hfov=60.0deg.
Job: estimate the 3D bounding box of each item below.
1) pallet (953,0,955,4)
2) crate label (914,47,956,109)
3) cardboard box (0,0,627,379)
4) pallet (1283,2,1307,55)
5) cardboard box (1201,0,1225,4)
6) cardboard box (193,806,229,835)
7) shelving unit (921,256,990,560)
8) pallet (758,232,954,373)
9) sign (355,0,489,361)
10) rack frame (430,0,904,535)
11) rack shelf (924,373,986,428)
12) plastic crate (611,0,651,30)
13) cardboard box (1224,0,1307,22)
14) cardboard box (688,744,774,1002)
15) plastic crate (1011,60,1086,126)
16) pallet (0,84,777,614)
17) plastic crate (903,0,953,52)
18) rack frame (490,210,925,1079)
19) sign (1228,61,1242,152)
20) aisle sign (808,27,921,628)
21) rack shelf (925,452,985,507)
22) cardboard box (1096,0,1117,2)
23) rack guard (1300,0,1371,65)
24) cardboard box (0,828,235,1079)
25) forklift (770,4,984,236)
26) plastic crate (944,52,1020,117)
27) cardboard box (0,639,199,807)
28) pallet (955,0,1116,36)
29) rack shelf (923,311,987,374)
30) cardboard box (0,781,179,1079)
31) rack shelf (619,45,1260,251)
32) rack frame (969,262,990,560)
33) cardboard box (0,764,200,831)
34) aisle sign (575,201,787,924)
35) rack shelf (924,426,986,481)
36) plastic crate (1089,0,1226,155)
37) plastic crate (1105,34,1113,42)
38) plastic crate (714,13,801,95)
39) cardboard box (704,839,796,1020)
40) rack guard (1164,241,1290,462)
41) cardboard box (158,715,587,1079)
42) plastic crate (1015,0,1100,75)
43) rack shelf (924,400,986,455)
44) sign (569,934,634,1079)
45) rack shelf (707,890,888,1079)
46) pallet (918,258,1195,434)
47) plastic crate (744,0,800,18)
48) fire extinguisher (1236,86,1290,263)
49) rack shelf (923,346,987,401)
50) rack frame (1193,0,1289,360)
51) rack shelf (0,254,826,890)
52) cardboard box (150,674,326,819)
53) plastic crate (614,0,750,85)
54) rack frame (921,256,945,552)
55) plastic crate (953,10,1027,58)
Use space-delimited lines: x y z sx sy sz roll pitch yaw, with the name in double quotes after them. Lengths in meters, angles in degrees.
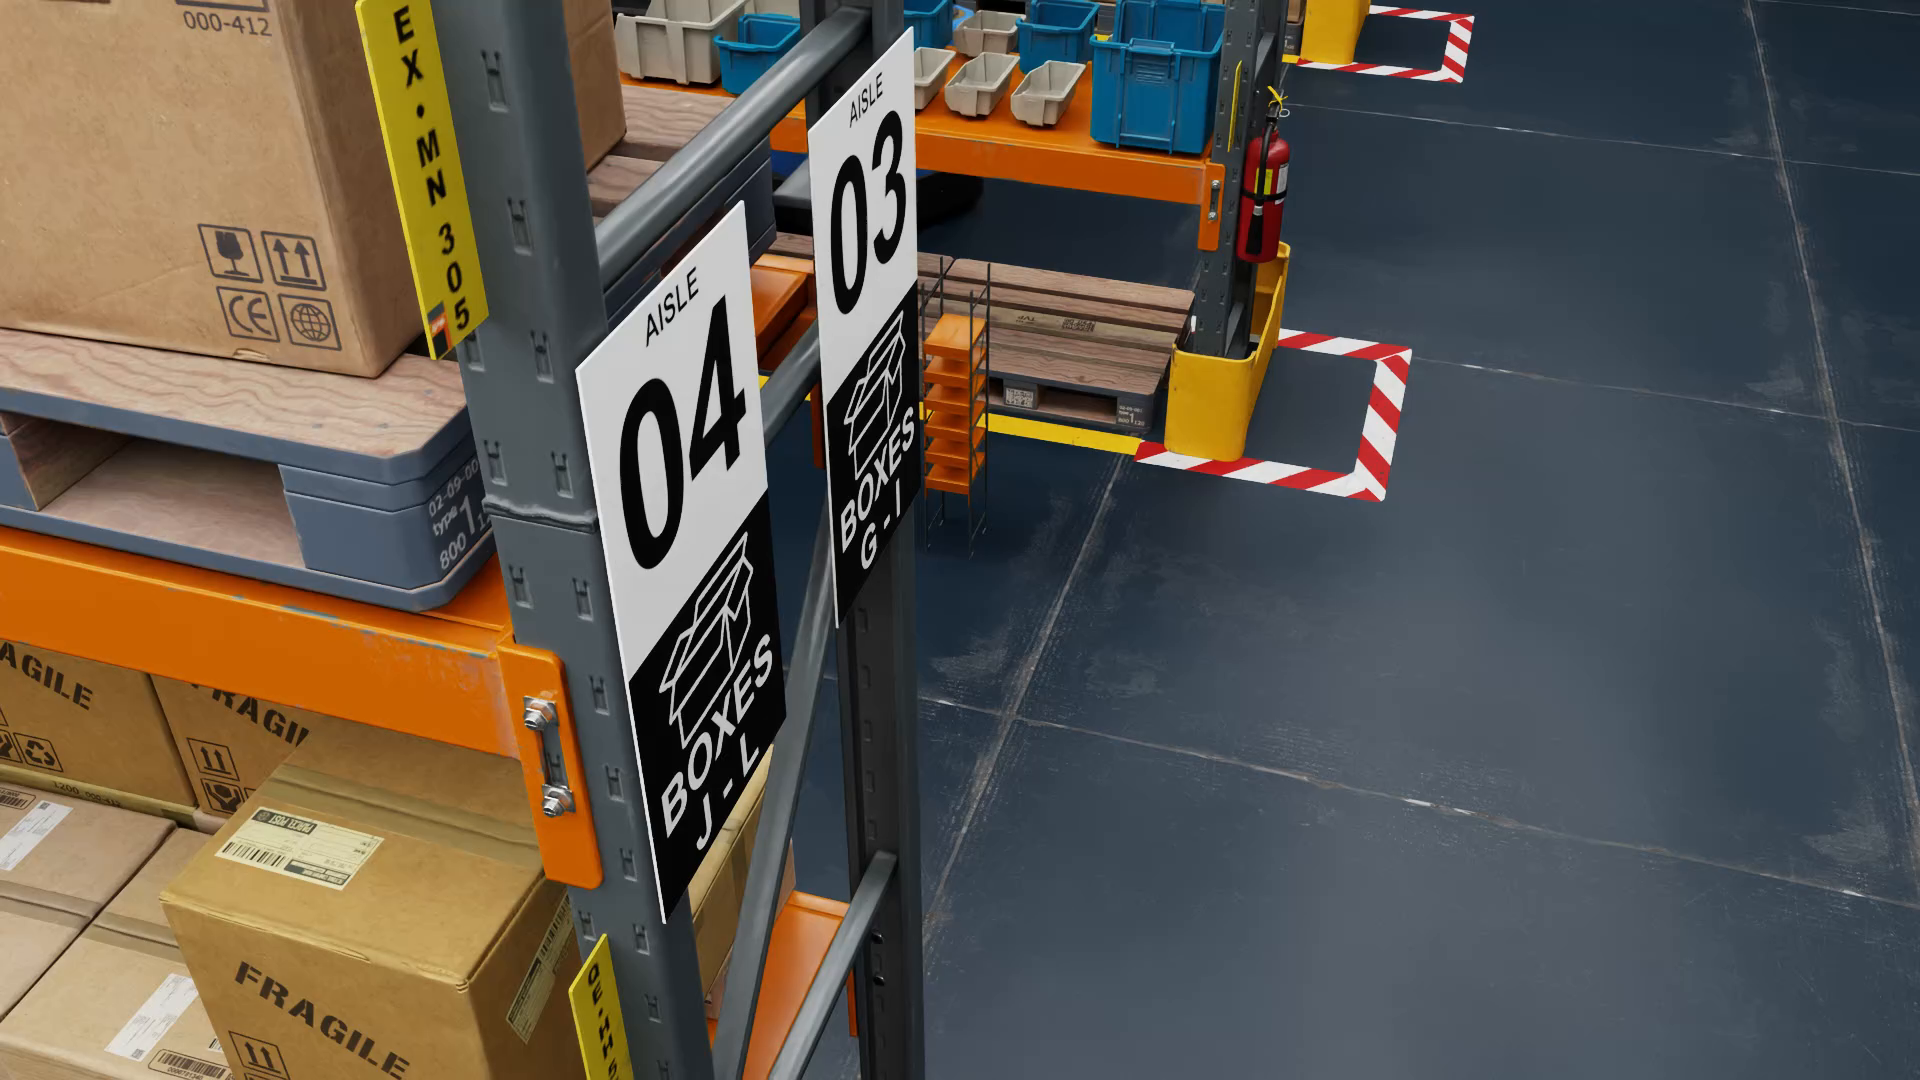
-0.490 -4.158 12.221 1.213 0.211 1.003 10 38 14 "pallet"
-0.186 -1.948 7.038 0.243 0.136 0.396 10 38 14 "crate label"
-0.797 -0.611 1.996 0.500 0.500 0.700 8 37 11 "cardboard box"
1.839 -3.726 11.635 1.213 0.211 1.003 10 38 14 "pallet"
1.721 -3.811 11.417 0.250 0.166 0.380 10 38 14 "cardboard box"
-1.161 0.523 3.384 0.500 0.250 0.500 10 38 13 "cardboard box"
-0.014 -0.486 6.398 0.189 1.200 0.258 10 38 14 "shelving unit"
-0.744 -1.155 8.141 1.213 0.211 1.003 10 38 14 "pallet"
-0.460 -0.320 1.443 0.005 0.325 0.100 10 38 14 "sign"
-0.285 -1.508 1.207 0.127 3.000 1.000 10 38 14 "rack frame"
-0.014 -0.547 6.353 0.180 0.103 0.258 10 38 14 "rack shelf"
-1.477 -2.468 7.755 0.590 0.125 0.437 10 38 14 "plastic crate"
2.080 -3.823 11.151 0.500 0.500 0.500 10 38 14 "cardboard box"
-0.662 0.612 3.264 0.500 0.250 0.500 10 37 13 "cardboard box"
0.360 -1.853 6.910 0.243 0.136 0.396 10 38 14 "plastic crate"
-0.996 -0.389 2.292 1.213 0.211 1.003 10 38 14 "pallet"
-0.202 -2.313 7.453 0.300 0.233 0.416 10 38 14 "plastic crate"
-0.285 0.909 2.985 0.127 3.000 1.000 10 38 14 "rack frame"
1.044 -1.645 6.317 0.005 0.325 0.100 10 38 14 "sign"
-0.127 -0.295 2.428 0.004 0.787 0.394 10 38 14 "aisle sign"
-0.014 -0.257 6.566 0.180 0.103 0.258 10 38 14 "rack shelf"
1.182 -3.907 11.477 0.500 0.250 0.500 10 38 14 "cardboard box"
2.600 -3.703 11.359 0.348 0.500 1.175 10 38 14 "rack guard"
-1.310 0.824 2.976 0.500 0.250 0.500 10 37 13 "cardboard box"
-1.237 -3.511 9.048 1.130 2.935 3.031 -29 45 -33 "forklift"
0.087 -1.913 6.990 0.243 0.136 0.396 10 38 14 "plastic crate"
-1.636 0.133 3.282 0.500 0.500 0.500 10 37 13 "cardboard box"
0.678 -3.943 11.930 1.213 0.211 1.003 10 38 14 "pallet"
-0.014 -0.740 6.211 0.180 0.103 0.258 10 38 14 "rack shelf"
-1.796 0.734 3.098 0.500 0.250 0.500 9 37 12 "cardboard box"
-0.717 -1.958 7.486 4.000 0.370 1.077 10 38 14 "rack shelf"
0.074 -0.470 6.376 0.006 1.200 0.240 10 38 14 "rack frame"
-1.639 0.433 3.507 0.500 0.250 0.500 9 37 12 "cardboard box"
-0.305 0.044 1.967 0.004 0.787 0.394 10 38 14 "aisle sign"
-0.014 -0.353 6.495 0.180 0.103 0.258 10 38 14 "rack shelf"
0.817 -1.886 6.701 0.499 0.435 0.616 10 38 14 "plastic crate"
0.773 -2.145 7.306 0.298 0.136 0.250 10 38 14 "plastic crate"
-0.845 -2.069 7.121 0.300 0.233 0.416 10 38 14 "plastic crate"
-0.525 0.760 3.398 0.250 0.149 0.380 11 38 14 "cardboard box"
1.219 -0.890 7.538 0.348 0.500 1.175 10 38 14 "rack guard"
-0.828 0.610 2.634 0.500 0.500 0.500 11 38 14 "cardboard box"
0.426 -2.197 7.295 0.300 0.233 0.416 10 38 14 "plastic crate"
-0.014 -0.450 6.424 0.180 0.103 0.258 10 38 14 "rack shelf"
-0.460 0.651 2.158 0.005 0.325 0.100 10 38 14 "sign"
-2.194 0.845 3.679 4.000 0.370 1.077 10 38 14 "rack shelf"
0.417 -0.939 7.847 1.213 0.211 1.003 10 38 14 "pallet"
-0.874 -2.381 7.626 0.466 0.136 0.293 10 38 14 "plastic crate"
1.201 -1.429 6.540 0.183 0.674 0.296 10 38 14 "fire extinguisher"
-0.014 -0.643 6.282 0.180 0.103 0.258 10 38 14 "rack shelf"
1.192 -1.894 6.793 0.127 3.000 1.000 10 38 14 "rack frame"
-2.194 -0.363 2.789 4.000 0.370 1.077 10 38 14 "rack shelf"
-1.140 0.221 3.162 0.500 0.500 0.500 10 37 13 "cardboard box"
-1.223 -2.203 7.262 0.530 0.282 0.437 10 38 14 "plastic crate"
-0.101 -0.502 6.420 0.006 1.200 0.240 10 38 14 "rack frame"
0.126 -2.265 7.469 0.298 0.136 0.250 10 38 14 "plastic crate"
